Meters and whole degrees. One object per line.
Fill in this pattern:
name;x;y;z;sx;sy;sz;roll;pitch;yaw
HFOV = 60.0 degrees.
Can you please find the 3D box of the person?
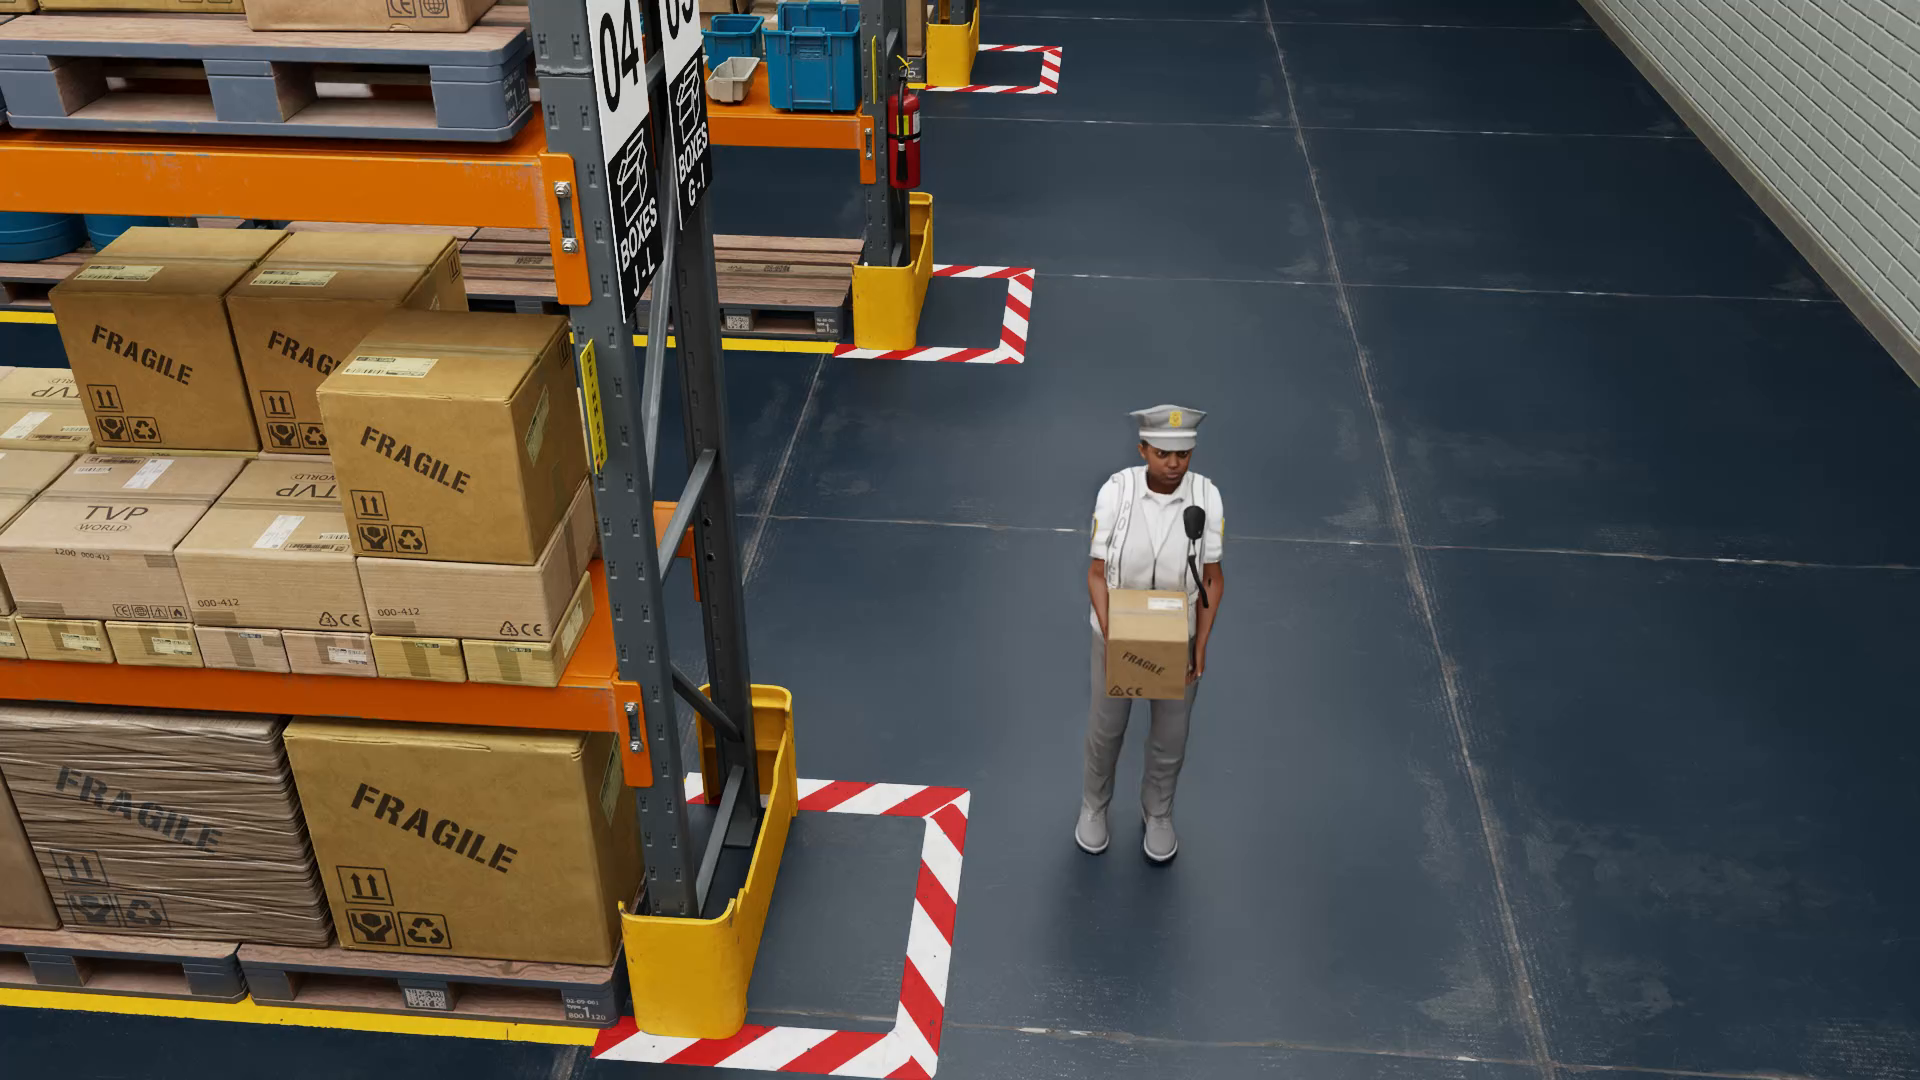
person;0.643;0.341;5.560;0.455;1.697;0.530;0;32;1
